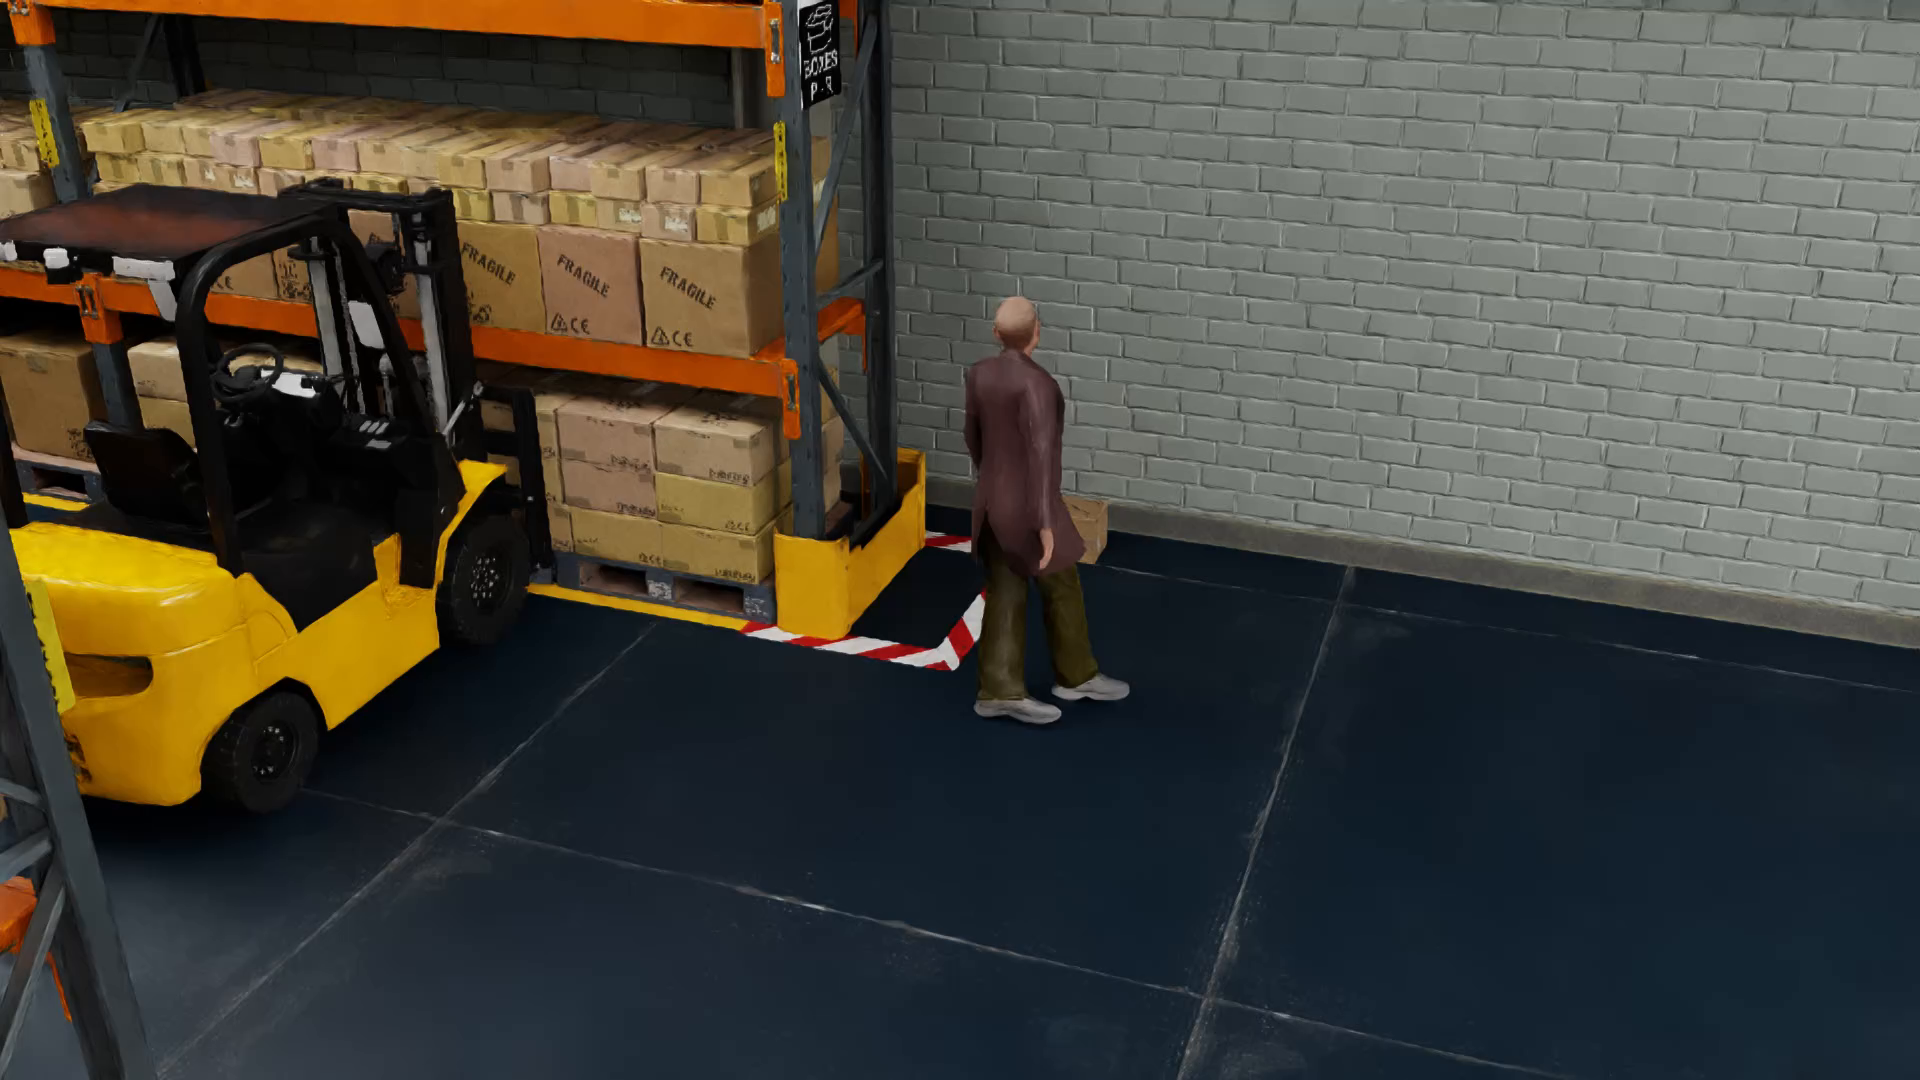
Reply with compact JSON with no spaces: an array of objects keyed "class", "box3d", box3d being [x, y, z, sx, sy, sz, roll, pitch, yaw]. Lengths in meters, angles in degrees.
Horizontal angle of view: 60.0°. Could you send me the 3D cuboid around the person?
[{"class":"person","box3d":[0.328,-0.134,6.912,0.698,1.773,0.668,-15,29,-28]}]
